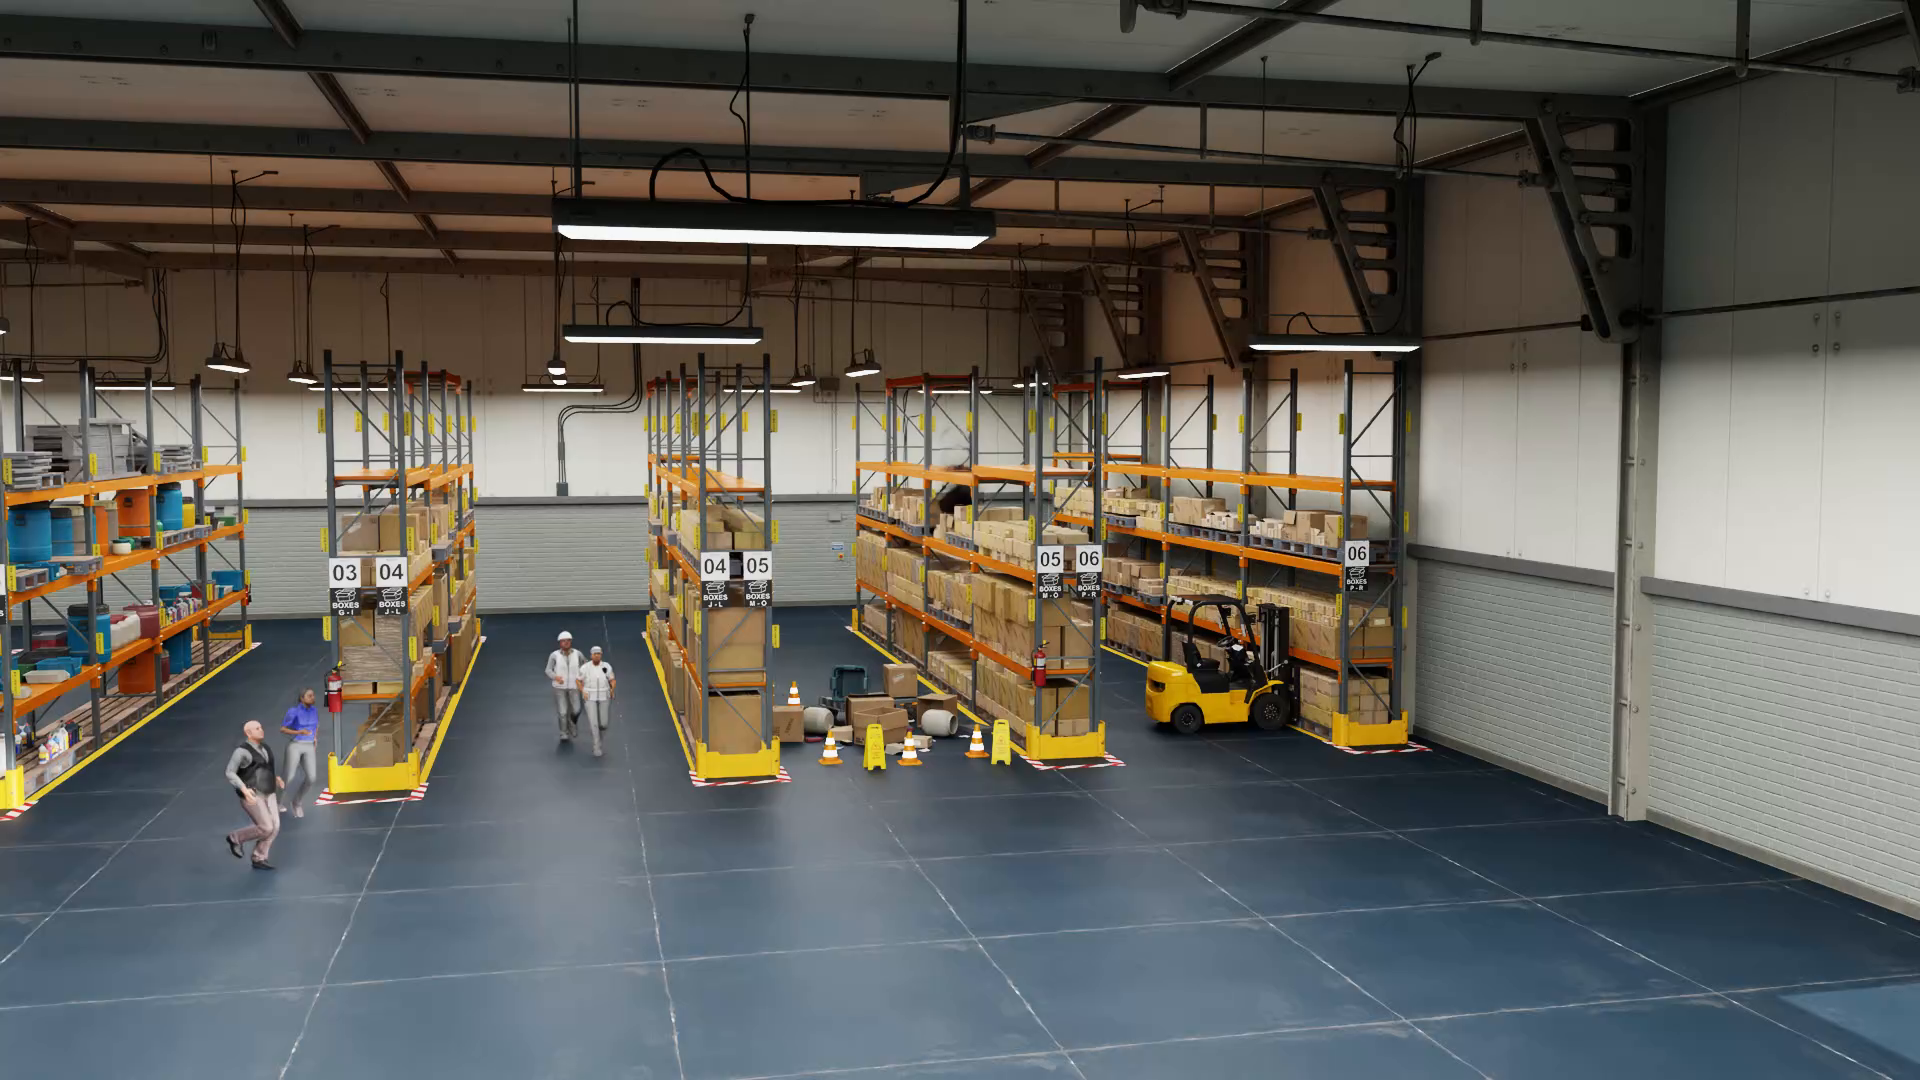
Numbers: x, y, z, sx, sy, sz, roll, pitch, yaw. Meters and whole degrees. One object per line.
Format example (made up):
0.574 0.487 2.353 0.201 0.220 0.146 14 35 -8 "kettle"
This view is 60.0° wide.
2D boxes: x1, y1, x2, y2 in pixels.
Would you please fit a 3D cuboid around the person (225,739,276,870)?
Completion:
-7.966 2.970 18.738 0.522 1.485 0.660 1 4 15 "person"

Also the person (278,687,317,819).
-8.428 2.723 21.327 0.674 1.663 0.603 4 5 43 "person"

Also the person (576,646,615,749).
-5.558 2.394 25.398 0.582 1.555 0.576 -1 4 -19 "person"

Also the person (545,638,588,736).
-6.160 2.304 26.163 0.699 1.625 0.584 -2 4 -21 "person"
